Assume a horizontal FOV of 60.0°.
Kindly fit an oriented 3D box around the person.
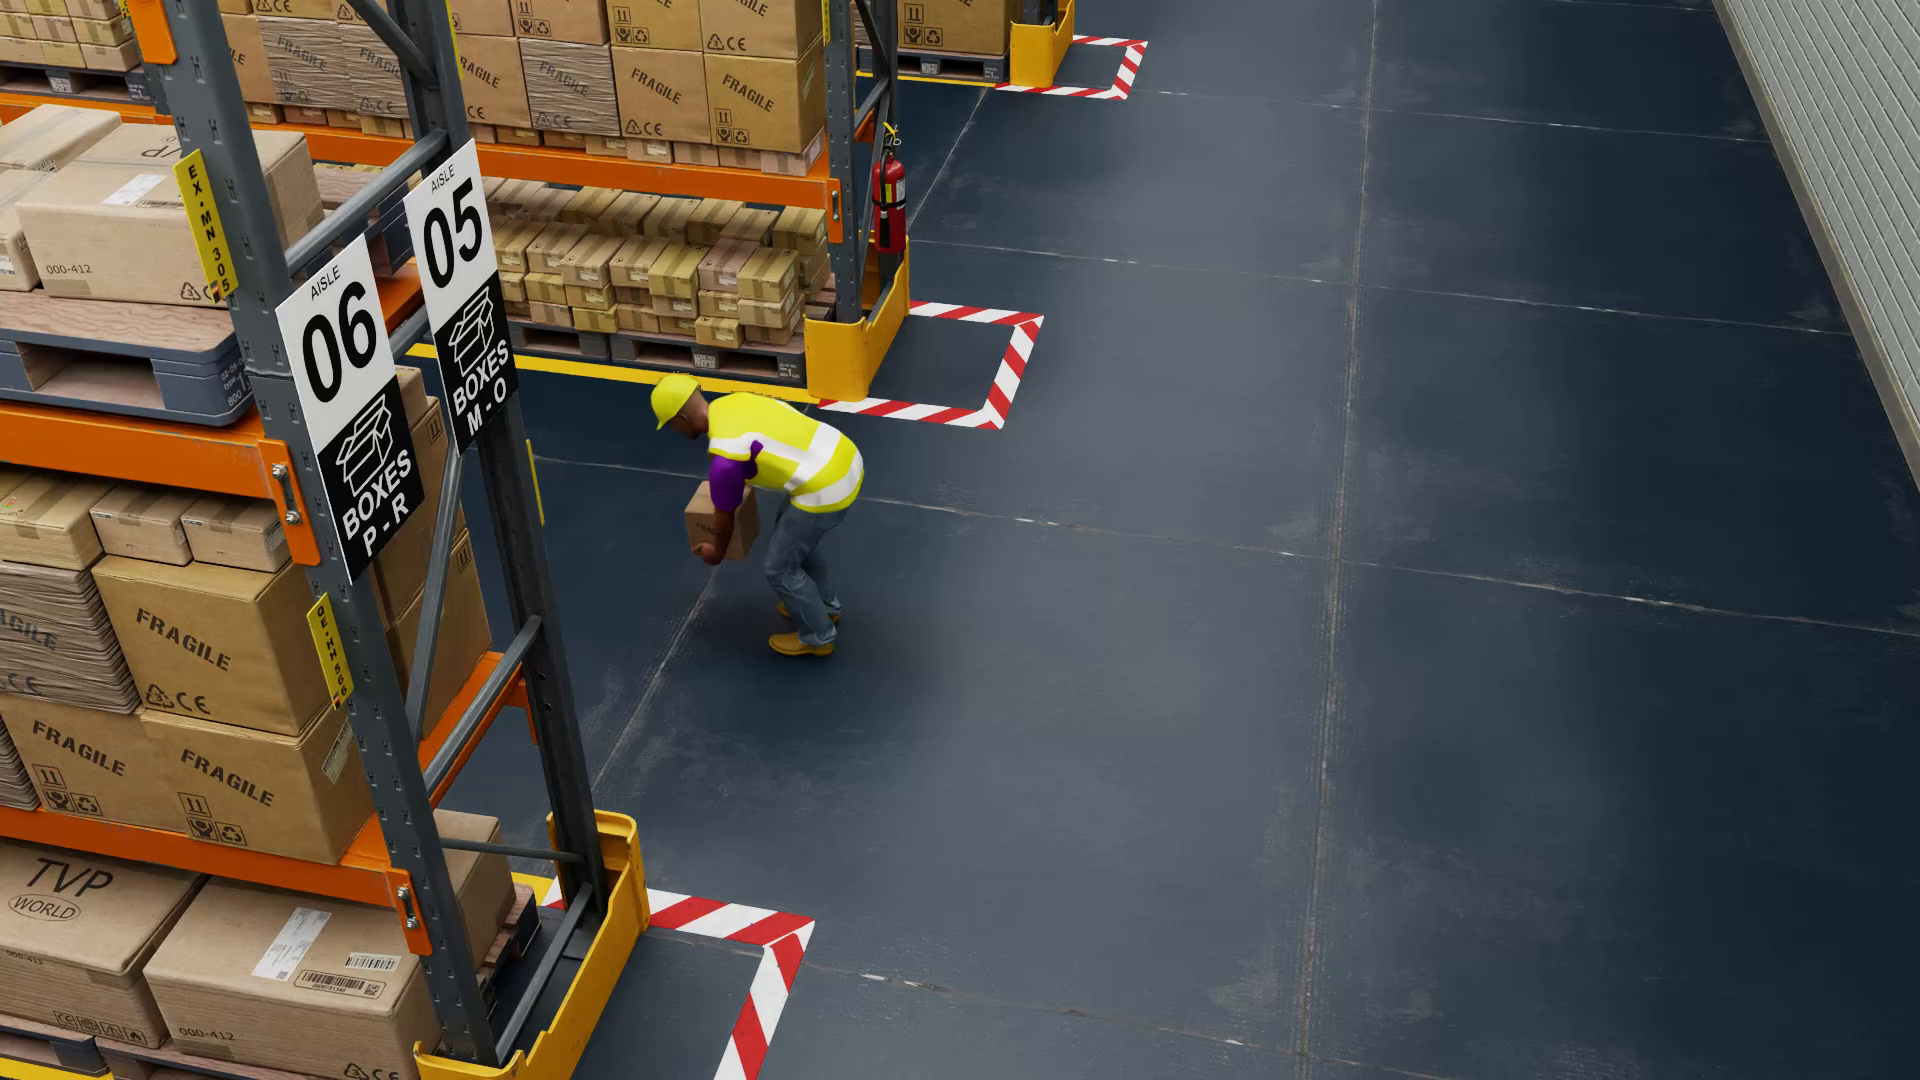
[{"bbox_3d":[-0.888,-0.123,7.467,0.912,1.342,0.491,6,37,8],"label":"person"}]
